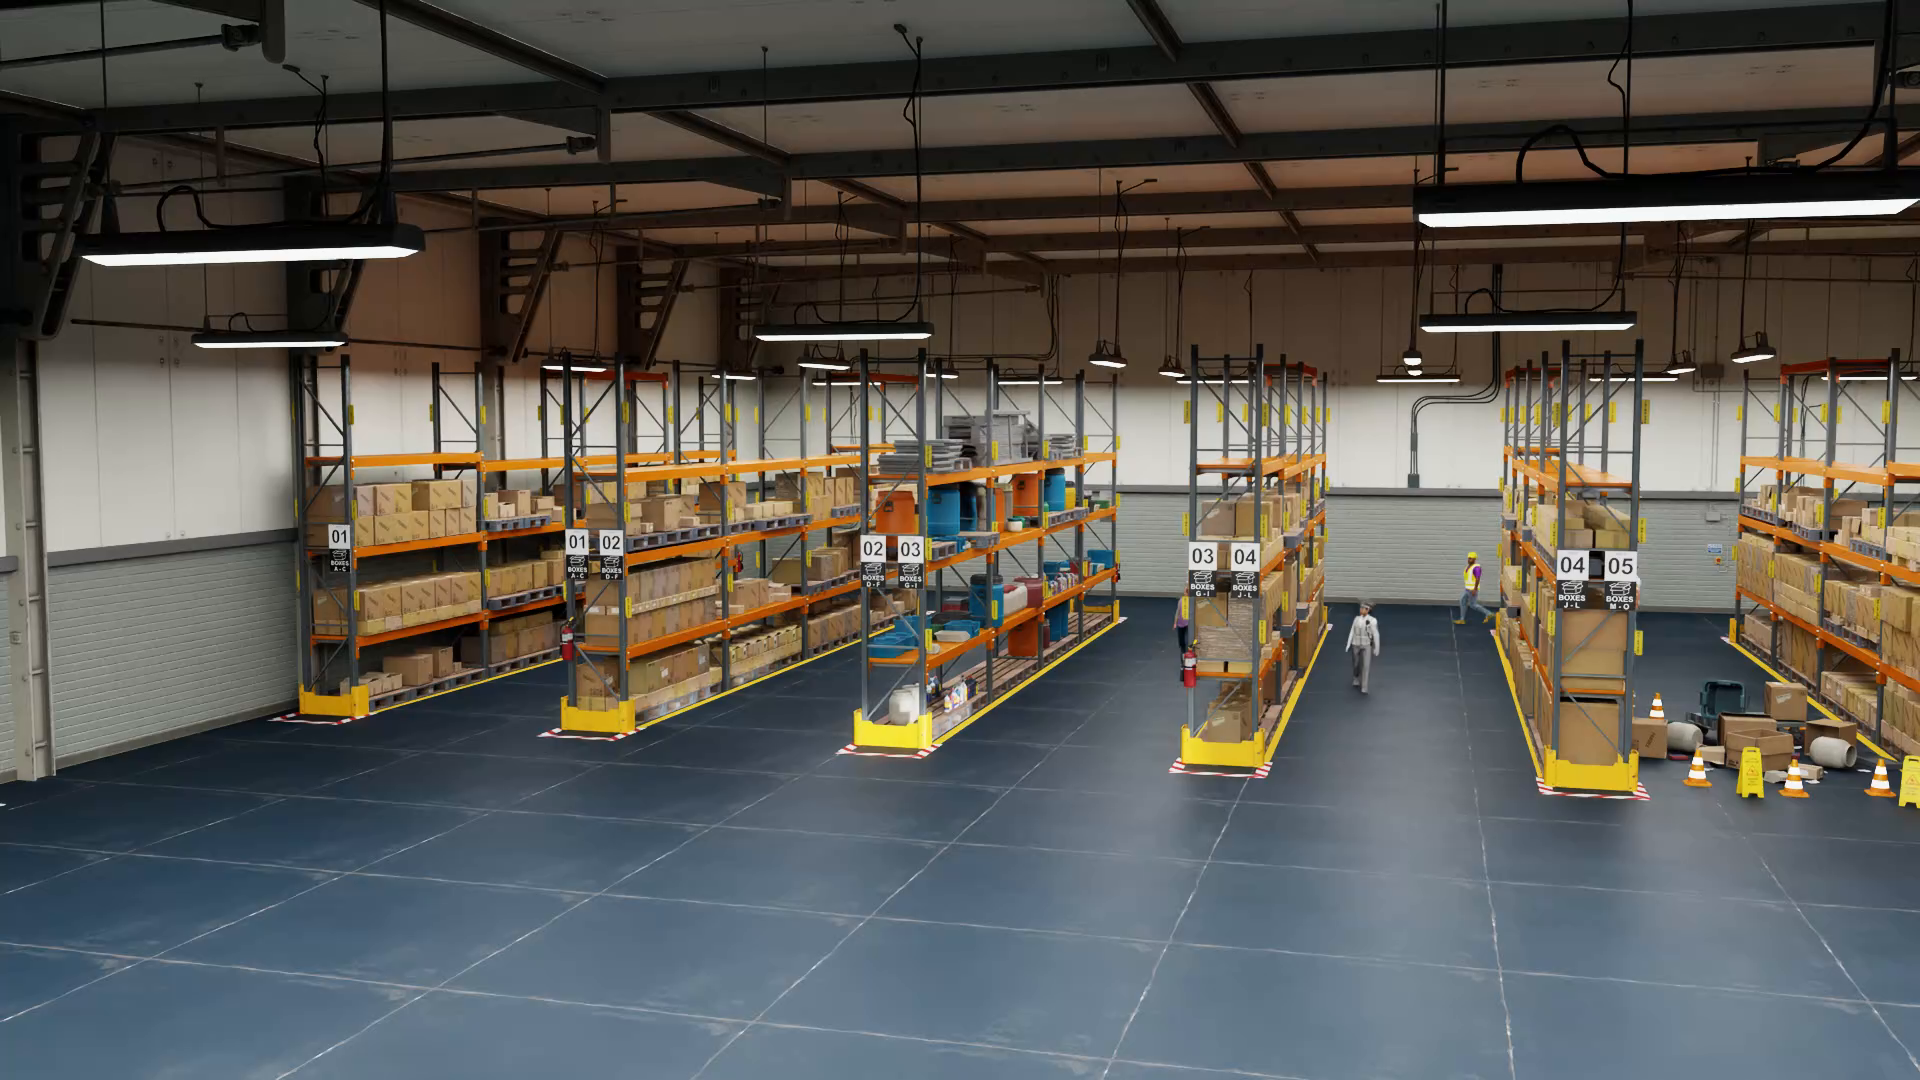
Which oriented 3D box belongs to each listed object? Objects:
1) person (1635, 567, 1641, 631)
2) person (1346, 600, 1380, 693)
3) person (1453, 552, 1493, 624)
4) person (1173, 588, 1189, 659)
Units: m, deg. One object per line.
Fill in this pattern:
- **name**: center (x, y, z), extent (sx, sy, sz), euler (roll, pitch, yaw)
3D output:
- **person**: center (14.661, 1.397, 36.415), extent (0.440, 1.769, 0.594), euler (1, 4, 15)
- **person**: center (7.316, 1.915, 30.203), extent (0.595, 1.639, 1.007), euler (1, 4, 15)
- **person**: center (12.219, 1.157, 39.579), extent (0.904, 1.738, 0.597), euler (1, 4, 9)
- **person**: center (4.535, 1.718, 33.355), extent (0.491, 1.552, 0.823), euler (1, 4, 13)
